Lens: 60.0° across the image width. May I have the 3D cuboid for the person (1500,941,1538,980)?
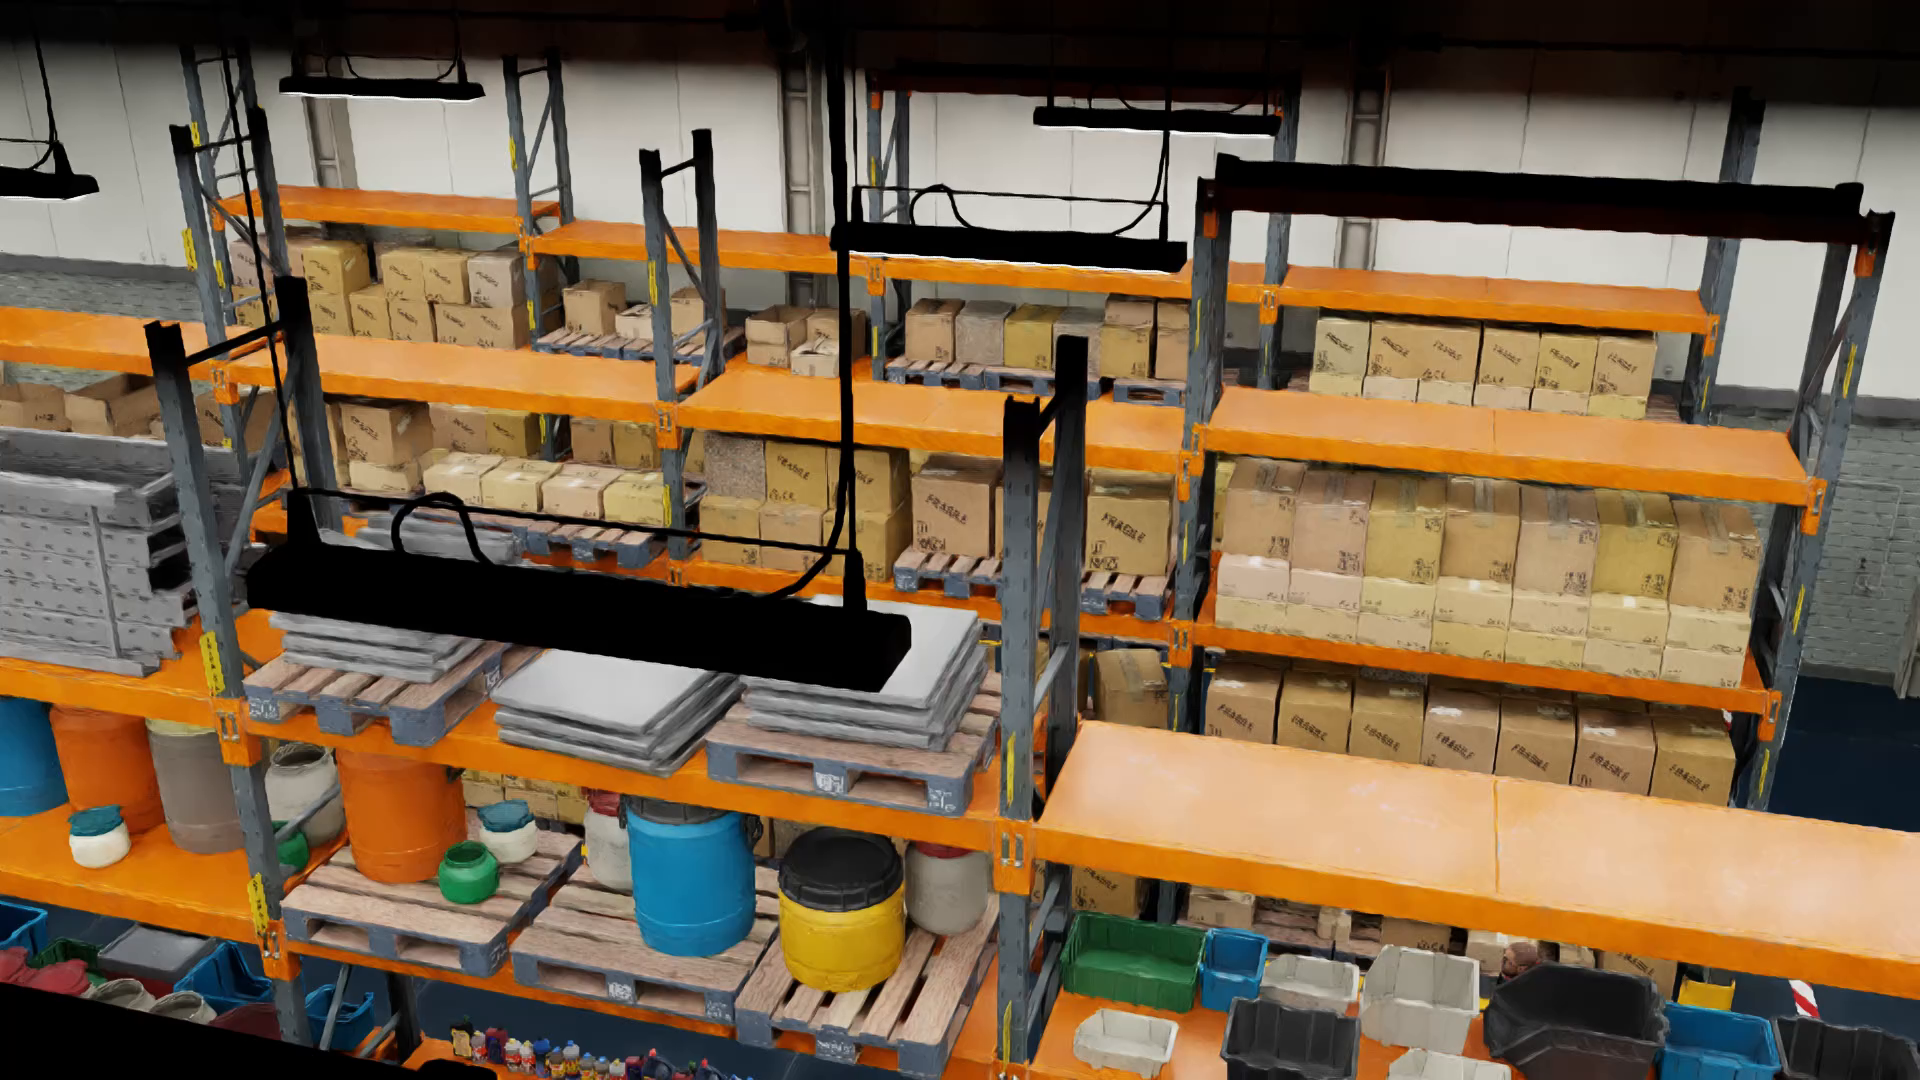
[{"bbox_3d":[3.648,3.299,10.663,0.529,1.676,0.682,5,23,13],"label":"person"}]
